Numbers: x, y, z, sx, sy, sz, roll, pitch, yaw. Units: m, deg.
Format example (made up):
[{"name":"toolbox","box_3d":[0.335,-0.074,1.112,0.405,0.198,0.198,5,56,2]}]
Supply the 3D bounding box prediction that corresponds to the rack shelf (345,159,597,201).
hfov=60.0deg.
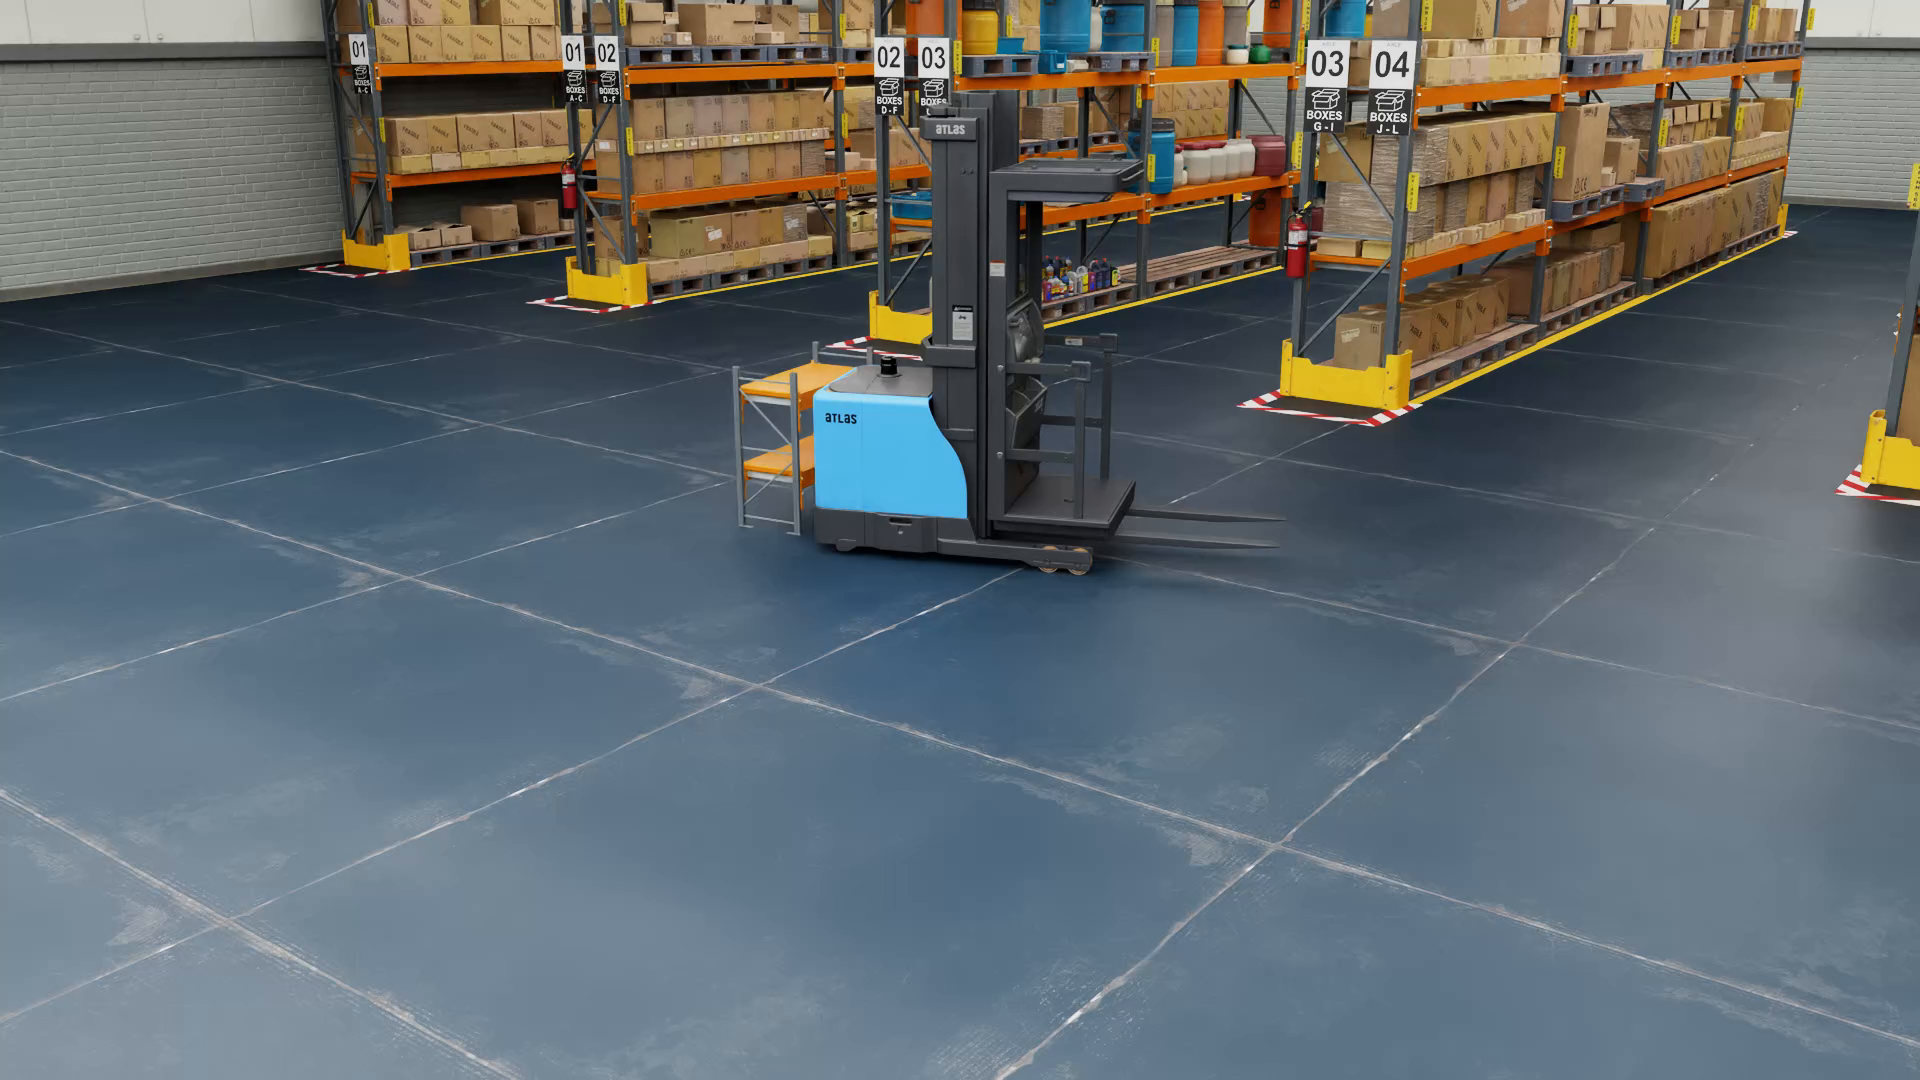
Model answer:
[{"name":"rack shelf","box_3d":[-7.228,-5.482,25.052,1.077,0.370,4.000,12,21,35]}]

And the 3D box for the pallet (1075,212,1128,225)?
[{"name":"pallet","box_3d":[2.256,-5.801,29.568,1.003,0.211,1.213,12,21,35]}]

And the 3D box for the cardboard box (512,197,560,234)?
[{"name":"cardboard box","box_3d":[-6.623,-5.064,25.966,0.500,0.500,0.500,11,20,31]}]

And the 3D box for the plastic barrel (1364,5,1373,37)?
[{"name":"plastic barrel","box_3d":[6.305,-7.926,25.627,0.600,0.588,0.600,0,17,0]}]

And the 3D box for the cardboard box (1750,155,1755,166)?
[{"name":"cardboard box","box_3d":[11.728,-5.723,25.037,0.380,0.149,0.250,12,21,34]}]

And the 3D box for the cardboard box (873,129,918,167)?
[{"name":"cardboard box","box_3d":[-0.973,-5.900,25.017,0.500,0.500,0.500,12,21,35]}]

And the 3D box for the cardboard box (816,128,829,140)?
[{"name":"cardboard box","box_3d":[-2.046,-5.682,23.222,0.380,0.149,0.250,12,21,35]}]

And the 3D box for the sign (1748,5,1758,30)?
[{"name":"sign","box_3d":[11.106,-7.318,23.290,0.100,0.325,0.005,12,21,35]}]

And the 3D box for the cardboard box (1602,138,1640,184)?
[{"name":"cardboard box","box_3d":[7.739,-4.591,20.092,0.500,0.500,0.700,-16,24,-42]}]

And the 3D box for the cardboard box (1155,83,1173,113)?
[{"name":"cardboard box","box_3d":[3.524,-8.044,30.233,0.500,0.500,0.500,12,21,33]}]

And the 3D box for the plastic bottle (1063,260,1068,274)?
[{"name":"plastic bottle","box_3d":[1.293,-3.365,20.861,0.061,0.283,0.133,12,21,35]}]

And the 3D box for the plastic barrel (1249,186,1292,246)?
[{"name":"plastic barrel","box_3d":[4.581,-4.788,24.554,0.600,0.830,0.708,12,21,35]}]

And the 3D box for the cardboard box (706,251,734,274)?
[{"name":"cardboard box","box_3d":[-3.348,-3.689,21.995,0.500,0.250,0.500,12,21,35]}]

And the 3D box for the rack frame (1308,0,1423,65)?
[{"name":"rack frame","box_3d":[3.514,-5.588,14.066,1.000,3.000,0.127,12,21,35]}]

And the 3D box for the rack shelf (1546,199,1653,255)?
[{"name":"rack shelf","box_3d":[7.089,-3.809,19.664,1.077,0.370,4.000,12,21,35]}]

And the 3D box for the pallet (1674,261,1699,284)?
[{"name":"pallet","box_3d":[9.538,-3.761,22.999,1.003,0.211,1.213,12,21,35]}]

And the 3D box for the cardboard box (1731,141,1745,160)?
[{"name":"cardboard box","box_3d":[11.154,-5.718,24.349,0.500,0.250,0.500,12,21,34]}]

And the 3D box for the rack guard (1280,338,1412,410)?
[{"name":"rack guard","box_3d":[3.559,-1.548,15.385,1.175,0.500,0.348,12,21,35]}]

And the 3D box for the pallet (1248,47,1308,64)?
[{"name":"pallet","box_3d":[4.837,-7.011,24.024,1.003,0.211,1.213,12,21,35]}]

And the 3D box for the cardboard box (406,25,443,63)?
[{"name":"cardboard box","box_3d":[-7.671,-6.996,23.455,0.500,0.500,0.500,14,22,38]}]

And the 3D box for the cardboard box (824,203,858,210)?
[{"name":"cardboard box","box_3d":[-1.740,-4.855,24.802,0.500,0.311,0.500,13,22,36]}]

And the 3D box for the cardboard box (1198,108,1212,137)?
[{"name":"cardboard box","box_3d":[4.438,-7.937,31.575,0.500,0.500,0.500,13,21,35]}]

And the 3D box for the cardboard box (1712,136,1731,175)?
[{"name":"cardboard box","box_3d":[10.605,-5.470,23.631,0.500,0.500,0.500,12,21,35]}]

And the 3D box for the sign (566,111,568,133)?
[{"name":"sign","box_3d":[-4.867,-5.240,20.708,0.100,0.325,0.005,12,21,35]}]

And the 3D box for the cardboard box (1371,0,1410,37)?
[{"name":"cardboard box","box_3d":[4.234,-4.998,15.711,0.500,0.500,0.500,12,21,35]}]

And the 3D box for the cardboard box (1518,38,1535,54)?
[{"name":"cardboard box","box_3d":[5.479,-4.906,16.507,0.380,0.149,0.250,12,21,33]}]

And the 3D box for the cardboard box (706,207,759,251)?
[{"name":"cardboard box","box_3d":[-3.045,-4.166,22.264,0.500,0.500,0.500,12,21,35]}]

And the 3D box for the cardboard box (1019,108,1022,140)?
[{"name":"cardboard box","box_3d":[0.612,-6.798,27.201,0.700,0.500,0.500,5,18,16]}]

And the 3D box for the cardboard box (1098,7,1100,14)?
[{"name":"cardboard box","box_3d":[1.971,-8.791,28.393,0.600,0.600,0.600,12,21,34]}]

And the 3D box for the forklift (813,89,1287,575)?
[{"name":"forklift","box_3d":[0.610,-1.353,10.659,3.031,2.935,1.130,4,18,14]}]

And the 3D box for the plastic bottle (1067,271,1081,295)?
[{"name":"plastic bottle","box_3d":[1.361,-3.096,20.006,0.152,0.276,0.135,13,21,36]}]

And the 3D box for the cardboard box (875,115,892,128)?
[{"name":"cardboard box","box_3d":[-1.639,-8.129,31.659,0.500,0.500,0.500,13,21,35]}]

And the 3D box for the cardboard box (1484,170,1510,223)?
[{"name":"cardboard box","box_3d":[5.036,-3.520,16.851,0.875,0.500,0.500,12,21,35]}]

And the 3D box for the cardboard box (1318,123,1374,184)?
[{"name":"cardboard box","box_3d":[3.643,-3.565,15.311,0.500,0.500,0.500,12,21,35]}]

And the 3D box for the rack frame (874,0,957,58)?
[{"name":"rack frame","box_3d":[-0.464,-6.464,16.884,1.000,3.000,0.127,12,21,35]}]

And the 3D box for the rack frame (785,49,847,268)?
[{"name":"rack frame","box_3d":[-2.056,-5.428,23.664,1.000,3.000,0.127,12,21,35]}]

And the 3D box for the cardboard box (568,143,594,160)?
[{"name":"cardboard box","box_3d":[-6.076,-6.074,25.963,0.500,0.250,0.500,12,21,35]}]

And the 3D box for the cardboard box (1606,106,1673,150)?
[{"name":"cardboard box","box_3d":[8.729,-5.327,21.480,0.797,0.503,0.637,13,22,37]}]

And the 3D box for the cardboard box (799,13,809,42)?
[{"name":"cardboard box","box_3d":[-3.137,-9.206,29.863,0.700,0.500,0.500,11,20,32]}]

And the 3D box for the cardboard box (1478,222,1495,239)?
[{"name":"cardboard box","box_3d":[5.100,-3.098,16.587,0.380,0.149,0.250,12,21,35]}]

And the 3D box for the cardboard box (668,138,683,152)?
[{"name":"cardboard box","box_3d":[-3.728,-5.010,21.058,0.380,0.149,0.250,13,21,35]}]

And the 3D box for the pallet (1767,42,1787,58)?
[{"name":"pallet","box_3d":[11.887,-7.454,25.281,1.003,0.211,1.213,12,21,35]}]

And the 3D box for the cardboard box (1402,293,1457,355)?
[{"name":"cardboard box","box_3d":[4.616,-2.170,16.681,0.500,0.500,0.500,15,23,40]}]

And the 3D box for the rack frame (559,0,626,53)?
[{"name":"rack frame","box_3d":[-4.440,-7.340,19.706,1.000,3.000,0.127,12,21,35]}]

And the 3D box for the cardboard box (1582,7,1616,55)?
[{"name":"cardboard box","box_3d":[6.818,-5.678,18.529,0.797,0.503,0.637,13,22,37]}]

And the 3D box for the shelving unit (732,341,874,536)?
[{"name":"shelving unit","box_3d":[-1.076,-0.738,11.722,0.538,1.125,1.048,9,19,26]}]

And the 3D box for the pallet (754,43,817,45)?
[{"name":"pallet","box_3d":[-3.312,-8.760,29.655,1.213,0.211,1.003,14,22,37]}]

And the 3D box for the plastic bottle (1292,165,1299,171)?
[{"name":"plastic bottle","box_3d":[4.820,-5.491,24.076,0.152,0.276,0.135,12,21,35]}]

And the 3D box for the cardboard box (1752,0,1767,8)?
[{"name":"cardboard box","box_3d":[11.836,-8.142,25.036,0.500,0.250,0.500,12,21,33]}]

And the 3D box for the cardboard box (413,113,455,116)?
[{"name":"cardboard box","box_3d":[-7.698,-6.037,24.582,0.500,0.500,0.500,12,21,33]}]

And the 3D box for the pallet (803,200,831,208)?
[{"name":"pallet","box_3d":[-3.123,-6.097,30.523,1.003,0.211,1.213,12,21,35]}]

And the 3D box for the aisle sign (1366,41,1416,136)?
[{"name":"aisle sign","box_3d":[3.718,-3.897,14.352,0.394,0.787,0.004,12,21,35]}]

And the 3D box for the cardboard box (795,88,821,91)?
[{"name":"cardboard box","box_3d":[-2.856,-8.003,29.988,0.500,0.250,0.500,12,21,34]}]

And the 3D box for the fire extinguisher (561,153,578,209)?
[{"name":"fire extinguisher","box_3d":[-4.883,-4.492,20.781,0.296,0.674,0.183,12,21,35]}]

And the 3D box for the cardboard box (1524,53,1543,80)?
[{"name":"cardboard box","box_3d":[5.516,-4.760,16.708,0.500,0.250,0.500,13,22,36]}]

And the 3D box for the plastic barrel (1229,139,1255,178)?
[{"name":"plastic barrel","box_3d":[3.862,-5.275,22.983,0.421,0.512,0.421,0,17,0]}]
